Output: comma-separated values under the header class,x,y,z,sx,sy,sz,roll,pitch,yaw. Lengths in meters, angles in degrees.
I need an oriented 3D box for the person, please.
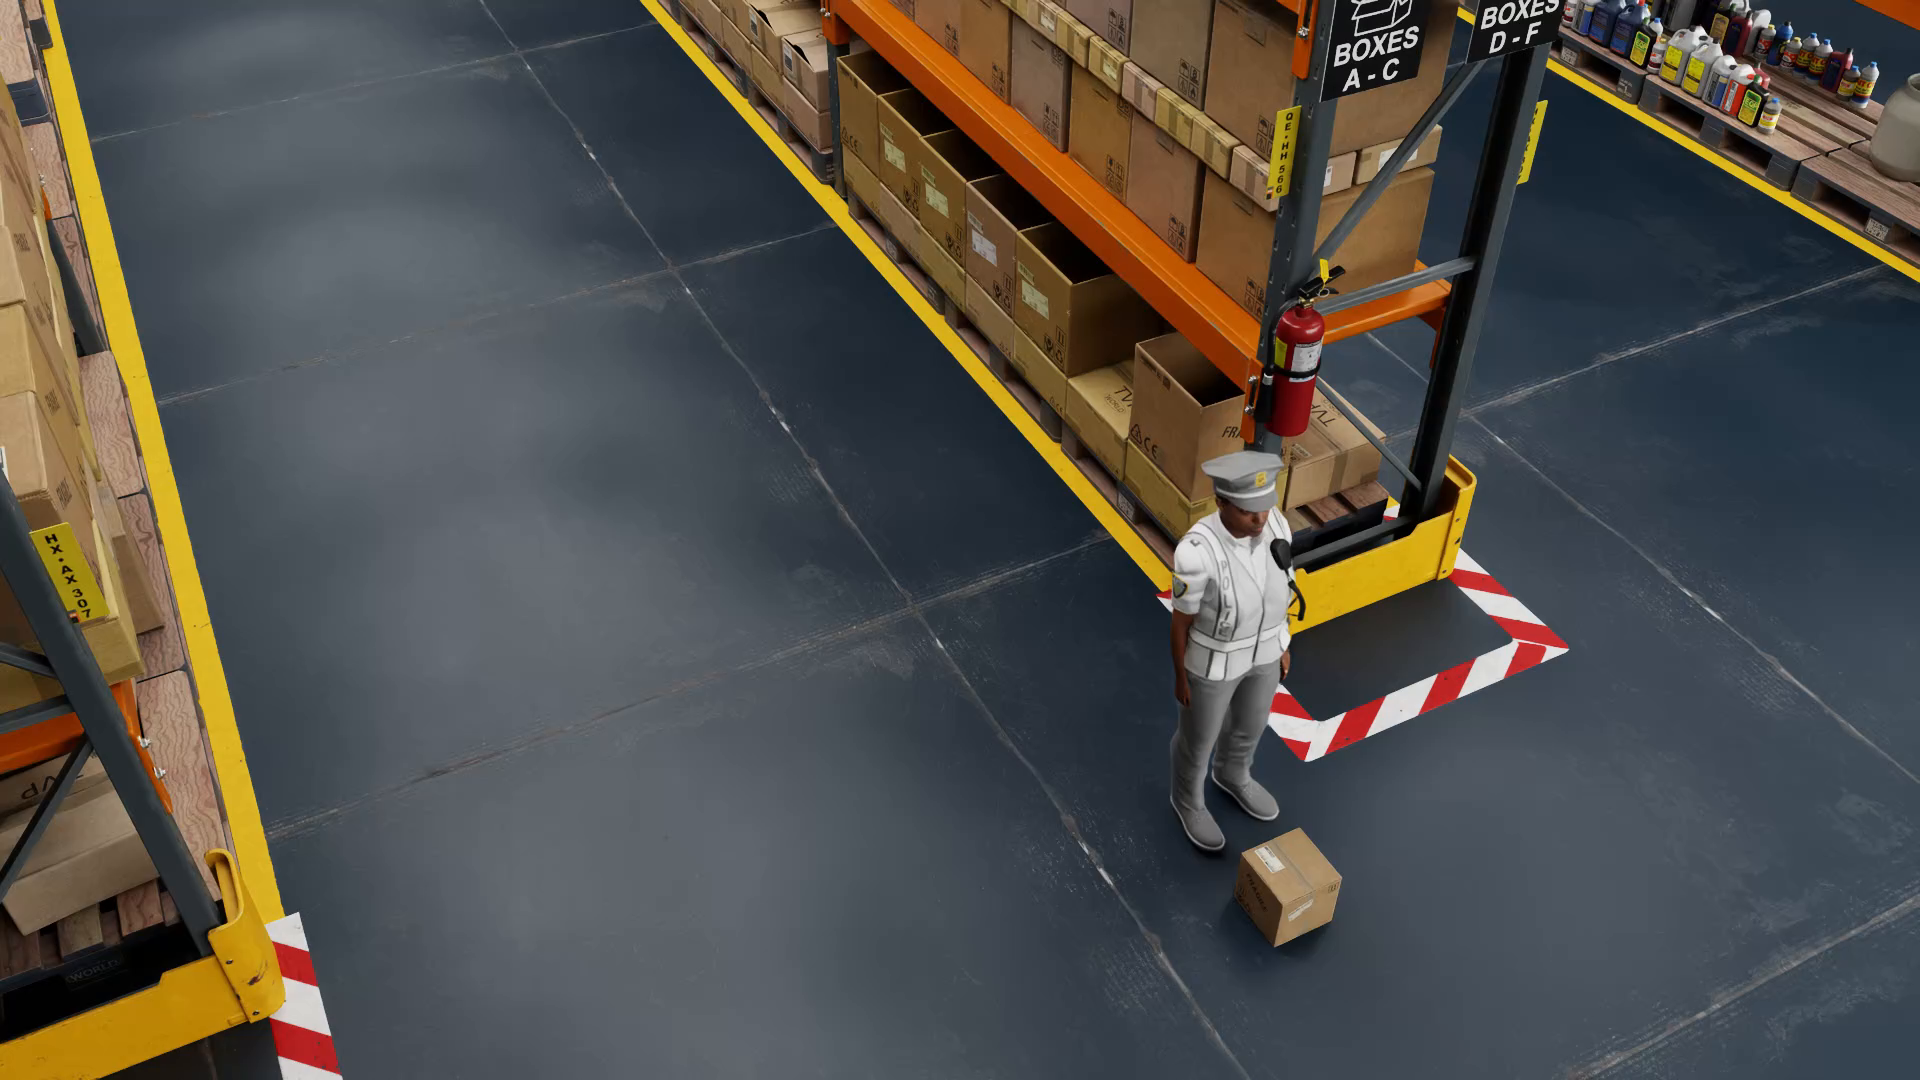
class,x,y,z,sx,sy,sz,roll,pitch,yaw
person,0.934,0.391,5.681,0.493,1.709,0.350,-20,45,-21
